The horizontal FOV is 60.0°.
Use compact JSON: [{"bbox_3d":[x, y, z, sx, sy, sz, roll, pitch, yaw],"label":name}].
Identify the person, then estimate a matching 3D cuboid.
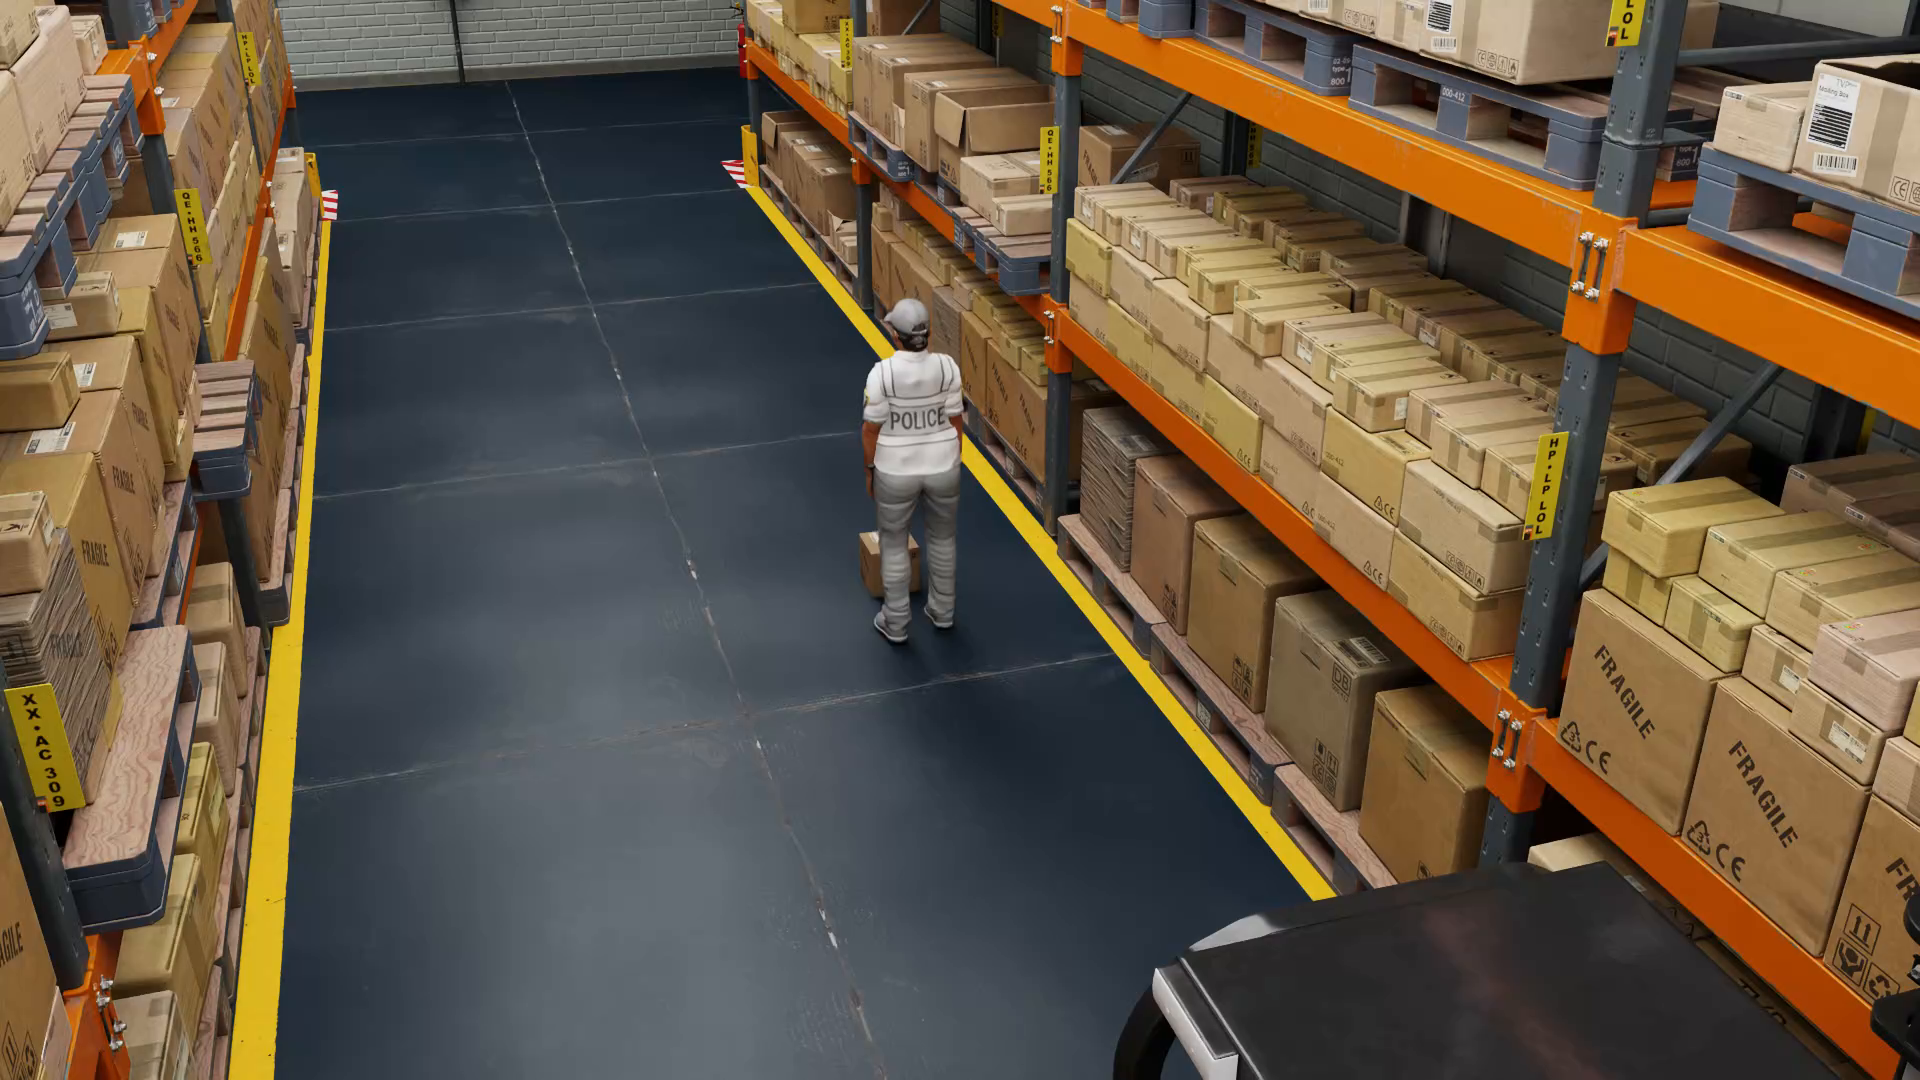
[{"bbox_3d":[-0.228,-0.317,7.756,0.477,1.682,0.401,-8,28,-16],"label":"person"}]
